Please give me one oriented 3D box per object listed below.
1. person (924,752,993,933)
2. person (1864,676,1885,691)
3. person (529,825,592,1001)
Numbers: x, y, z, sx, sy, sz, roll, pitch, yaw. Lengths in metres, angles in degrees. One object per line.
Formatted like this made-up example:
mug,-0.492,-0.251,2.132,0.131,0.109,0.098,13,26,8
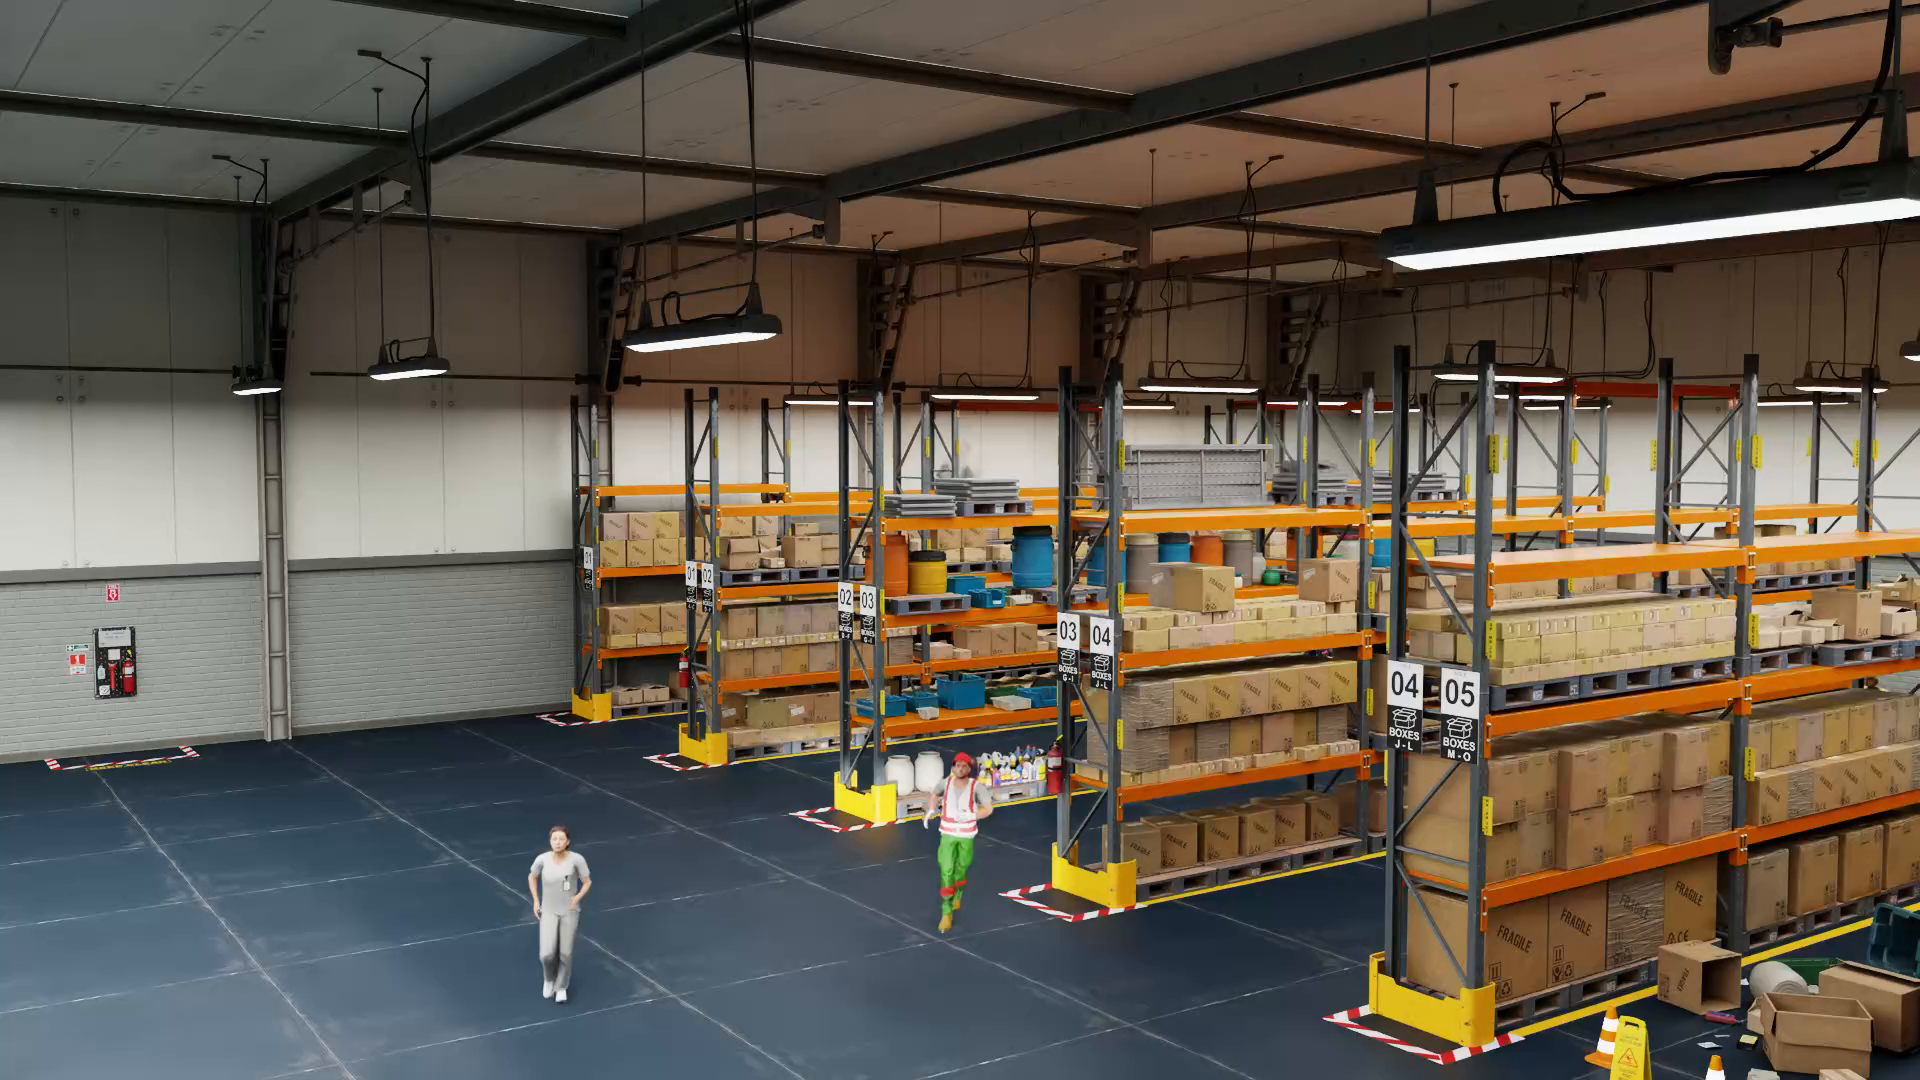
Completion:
person,-0.018,3.190,17.829,0.740,1.822,0.896,0,3,0
person,13.635,2.813,24.928,0.564,1.723,0.702,-3,4,-40
person,-3.658,3.425,15.208,0.573,1.638,0.569,-1,3,-11
